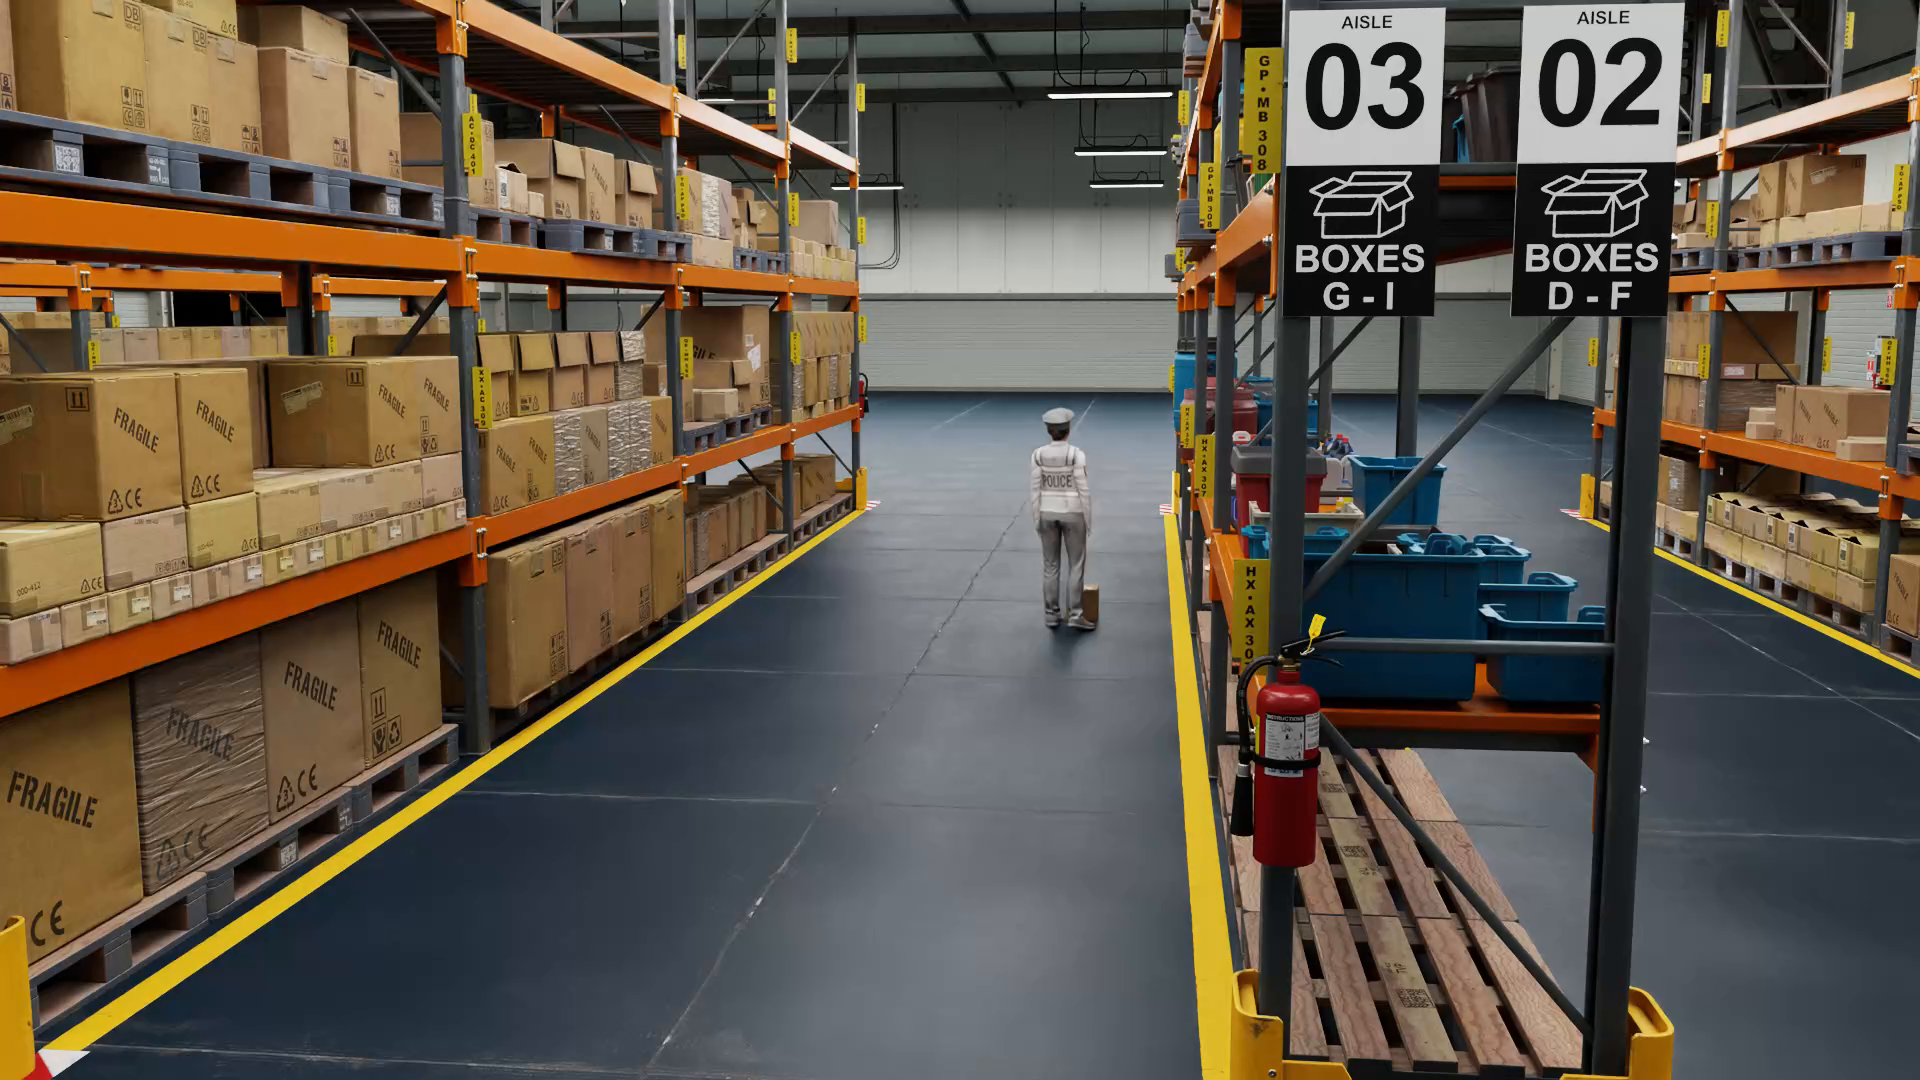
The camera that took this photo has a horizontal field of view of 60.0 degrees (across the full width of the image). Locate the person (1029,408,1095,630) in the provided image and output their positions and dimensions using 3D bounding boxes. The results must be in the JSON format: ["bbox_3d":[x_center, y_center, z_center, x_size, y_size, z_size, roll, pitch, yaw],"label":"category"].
[{"bbox_3d":[0.783,-0.157,12.802,0.506,1.715,0.359,3,8,23],"label":"person"}]
